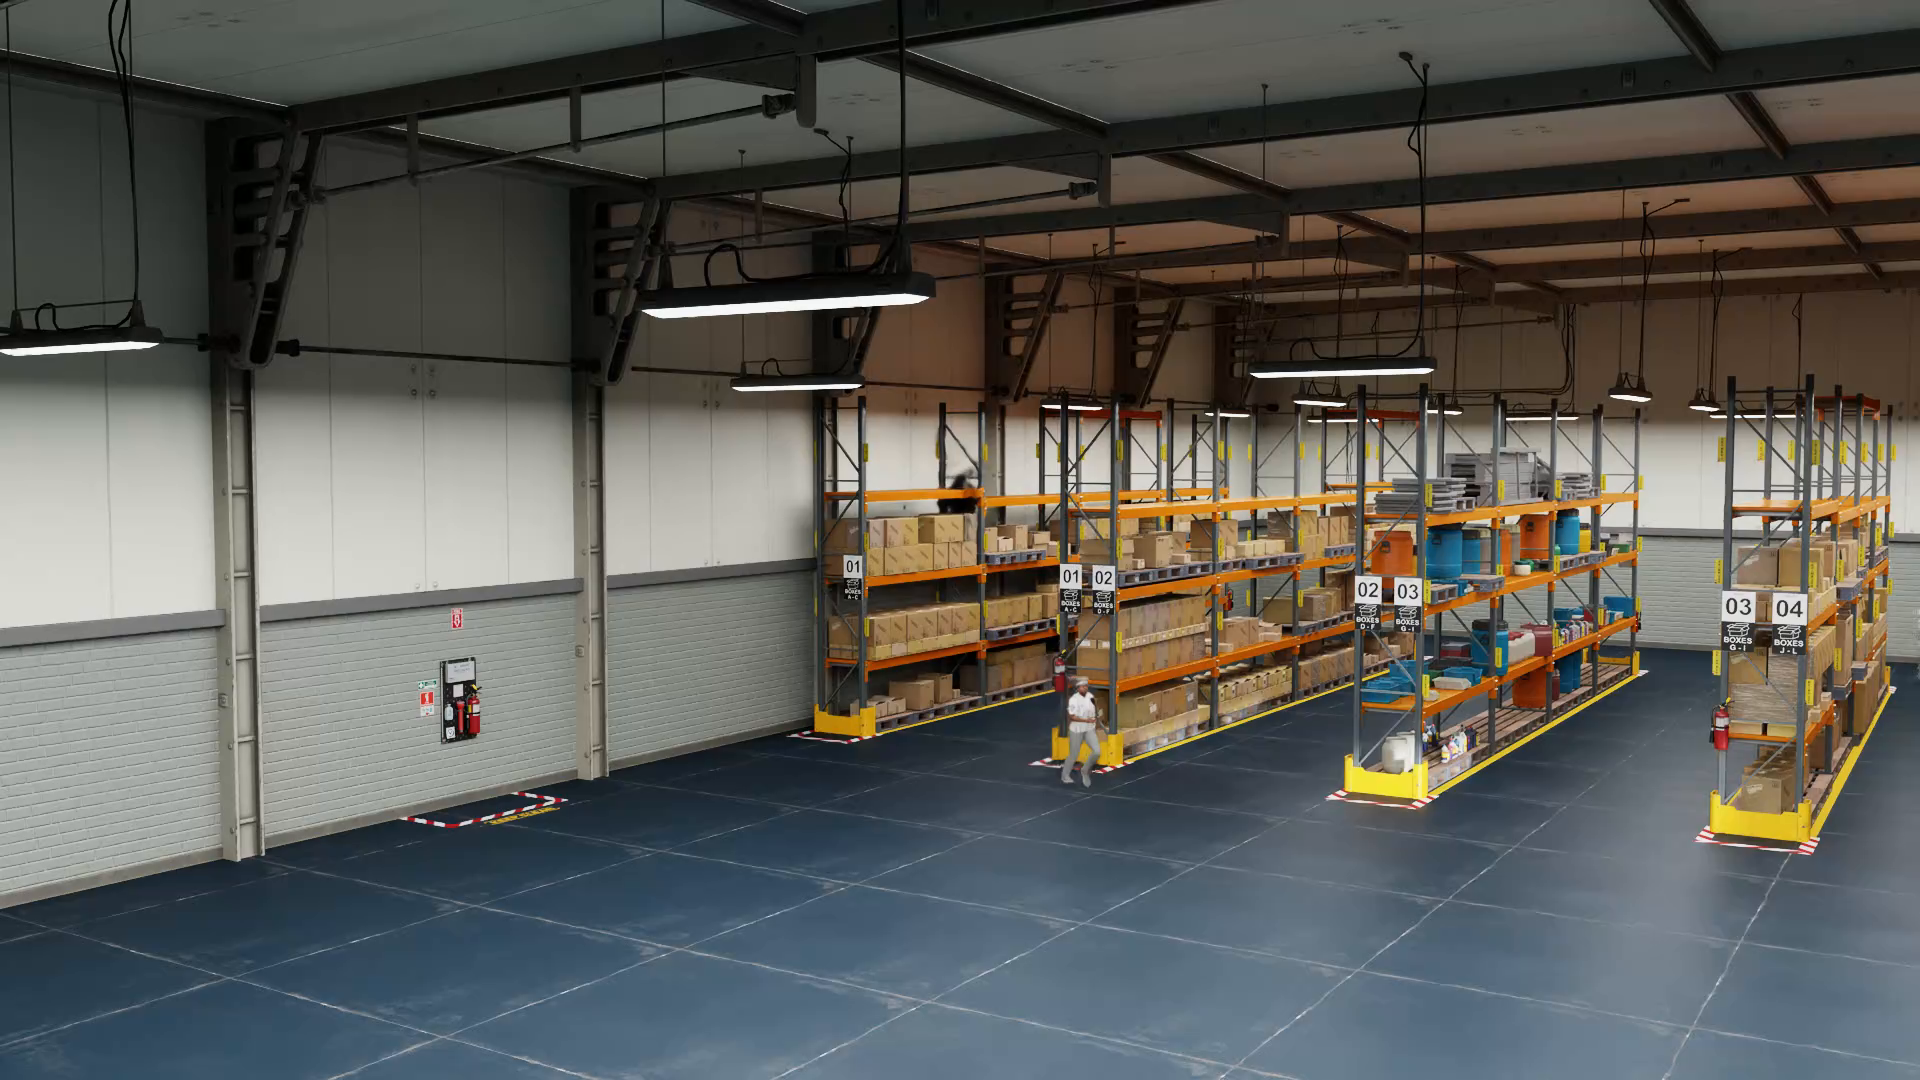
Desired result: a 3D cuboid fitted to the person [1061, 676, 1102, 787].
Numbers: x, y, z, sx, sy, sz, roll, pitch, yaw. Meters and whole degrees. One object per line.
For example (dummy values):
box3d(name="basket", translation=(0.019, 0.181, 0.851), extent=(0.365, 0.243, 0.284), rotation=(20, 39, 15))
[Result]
box3d(name="person", translation=(1.850, 2.849, 24.809), extent=(0.592, 1.670, 0.829), rotation=(-2, 3, -27))
